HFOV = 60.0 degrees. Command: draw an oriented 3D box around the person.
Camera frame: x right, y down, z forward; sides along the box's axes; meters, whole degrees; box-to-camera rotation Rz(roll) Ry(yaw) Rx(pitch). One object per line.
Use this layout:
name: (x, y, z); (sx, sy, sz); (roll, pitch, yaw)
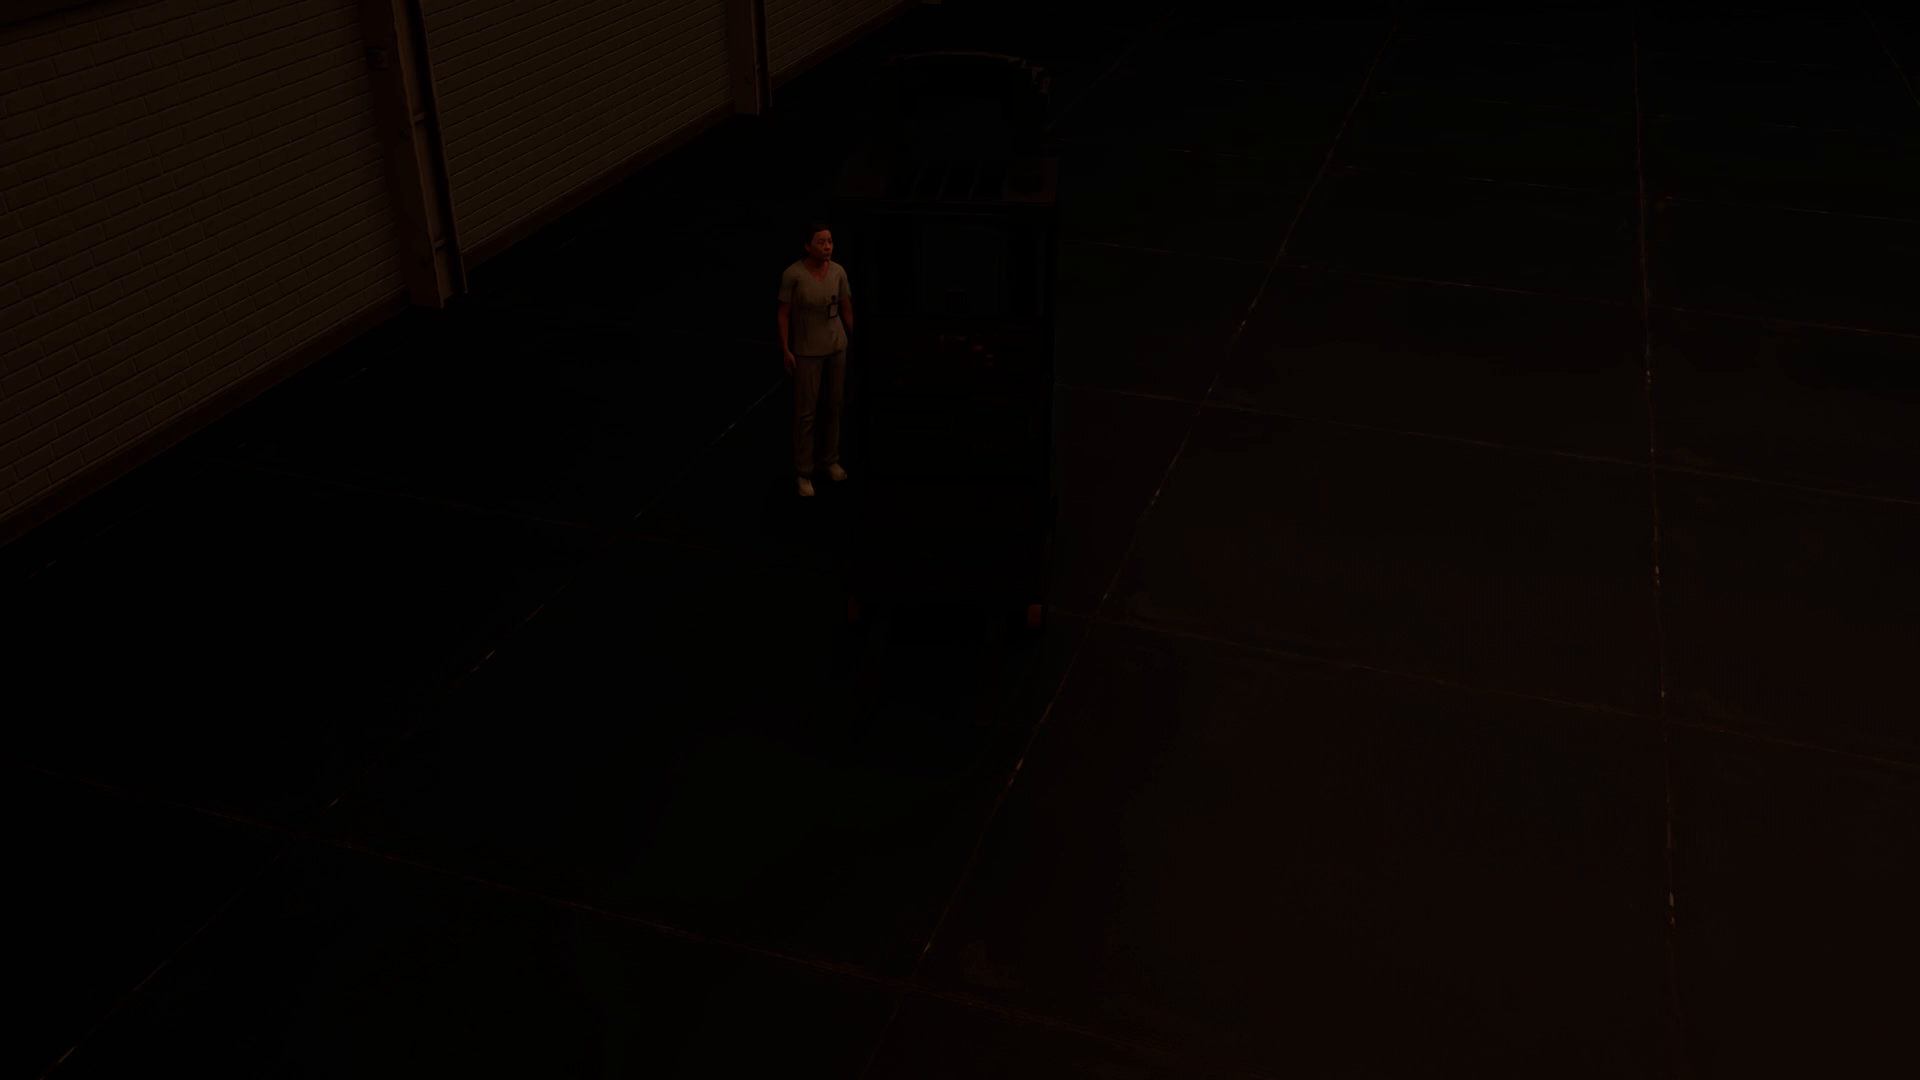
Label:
person: (-0.861, -1.152, 10.410); (0.549, 1.673, 0.548); (-14, 33, -23)

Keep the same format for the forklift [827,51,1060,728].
forklift: (-0.056, -0.936, 8.779); (1.130, 2.935, 3.031); (3, 30, 5)
